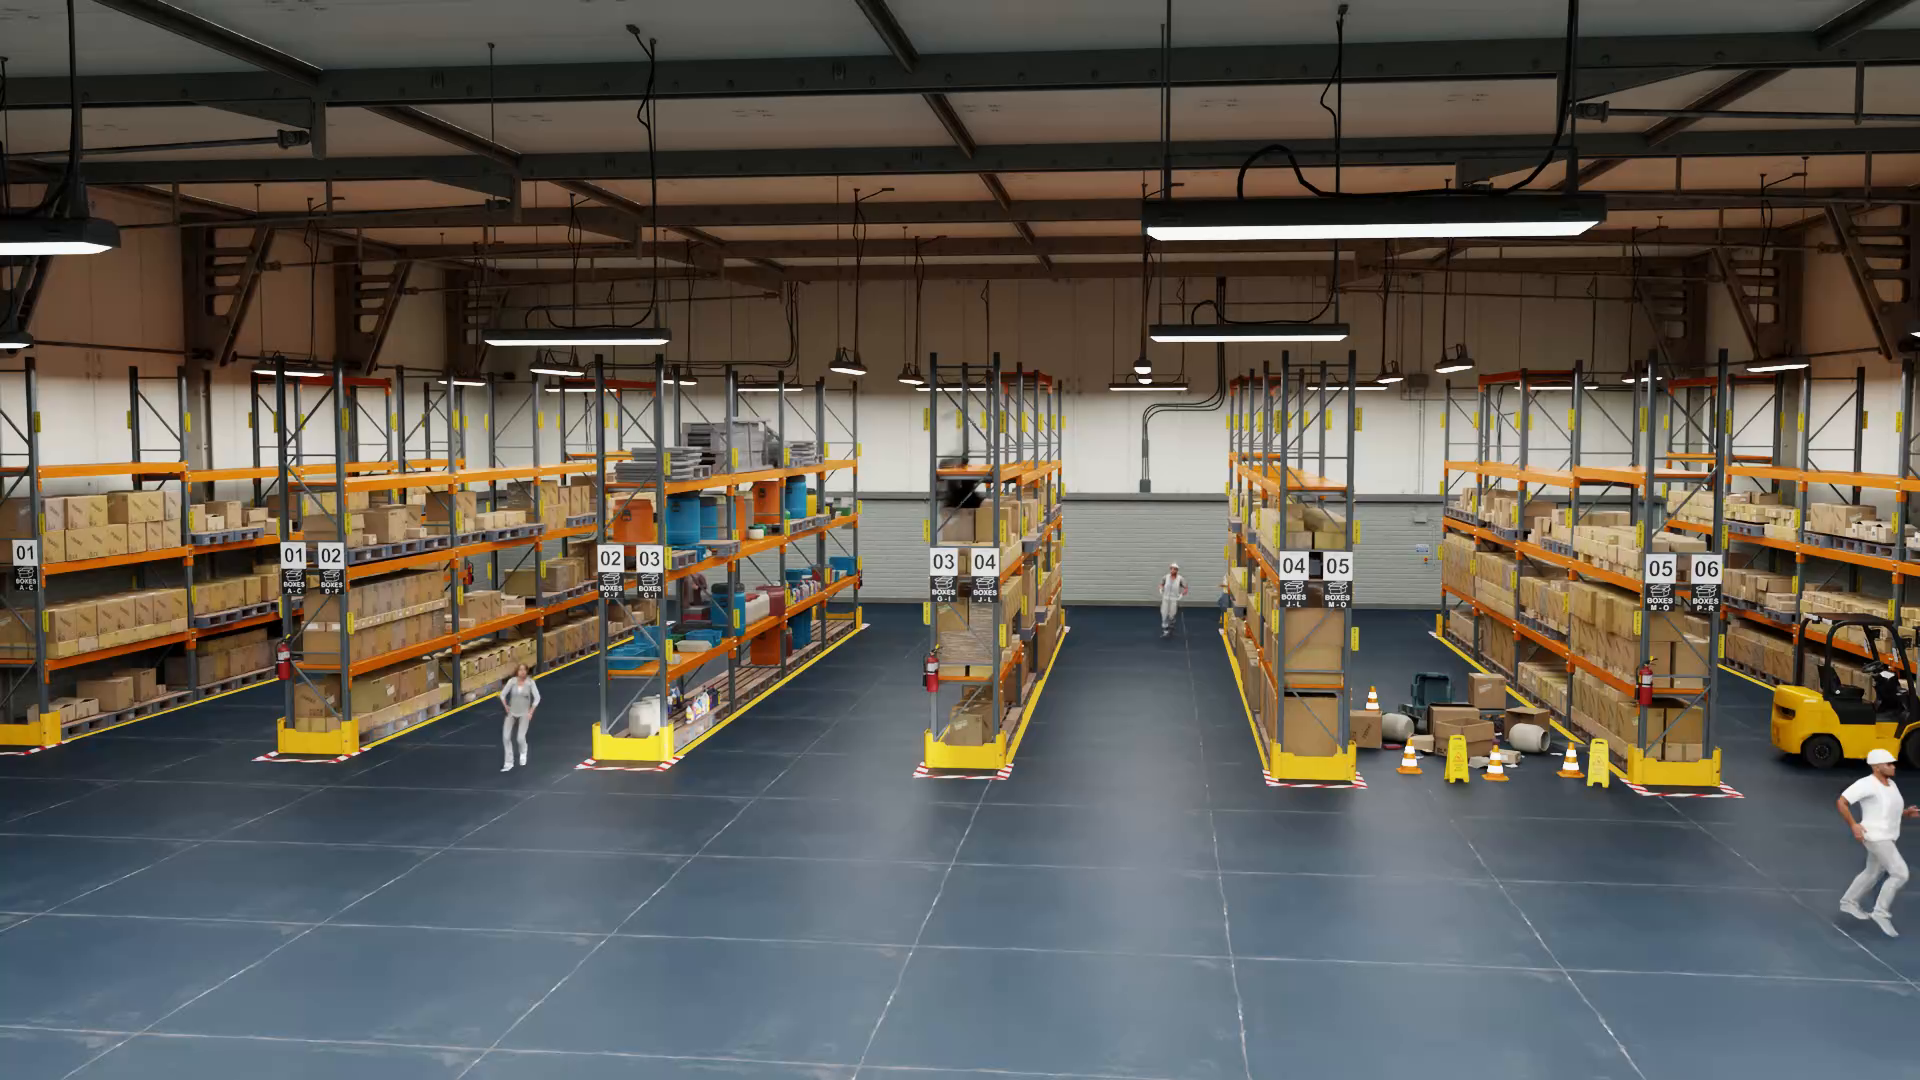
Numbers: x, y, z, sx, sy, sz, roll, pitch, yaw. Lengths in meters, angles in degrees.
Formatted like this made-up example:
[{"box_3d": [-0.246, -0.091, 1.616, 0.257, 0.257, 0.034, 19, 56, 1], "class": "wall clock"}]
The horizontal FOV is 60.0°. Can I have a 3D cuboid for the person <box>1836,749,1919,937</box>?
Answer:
[{"box_3d": [9.072, 2.966, 16.388, 0.669, 1.817, 0.746, -4, 6, -43], "class": "person"}]

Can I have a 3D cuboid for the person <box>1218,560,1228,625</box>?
[{"box_3d": [6.572, 1.282, 40.711, 0.600, 1.739, 0.818, 1, 4, 17], "class": "person"}]

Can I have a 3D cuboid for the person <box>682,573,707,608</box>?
[{"box_3d": [-6.142, 1.395, 38.054, 0.703, 1.764, 1.065, 0, 4, -5], "class": "person"}]

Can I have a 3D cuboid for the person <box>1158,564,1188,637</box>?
[{"box_3d": [4.931, 1.407, 38.680, 0.679, 1.729, 0.627, 2, 4, 23], "class": "person"}]

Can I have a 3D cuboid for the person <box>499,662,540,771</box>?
[{"box_3d": [-6.390, 2.589, 24.064, 0.563, 1.453, 0.467, 0, 4, -3], "class": "person"}]
